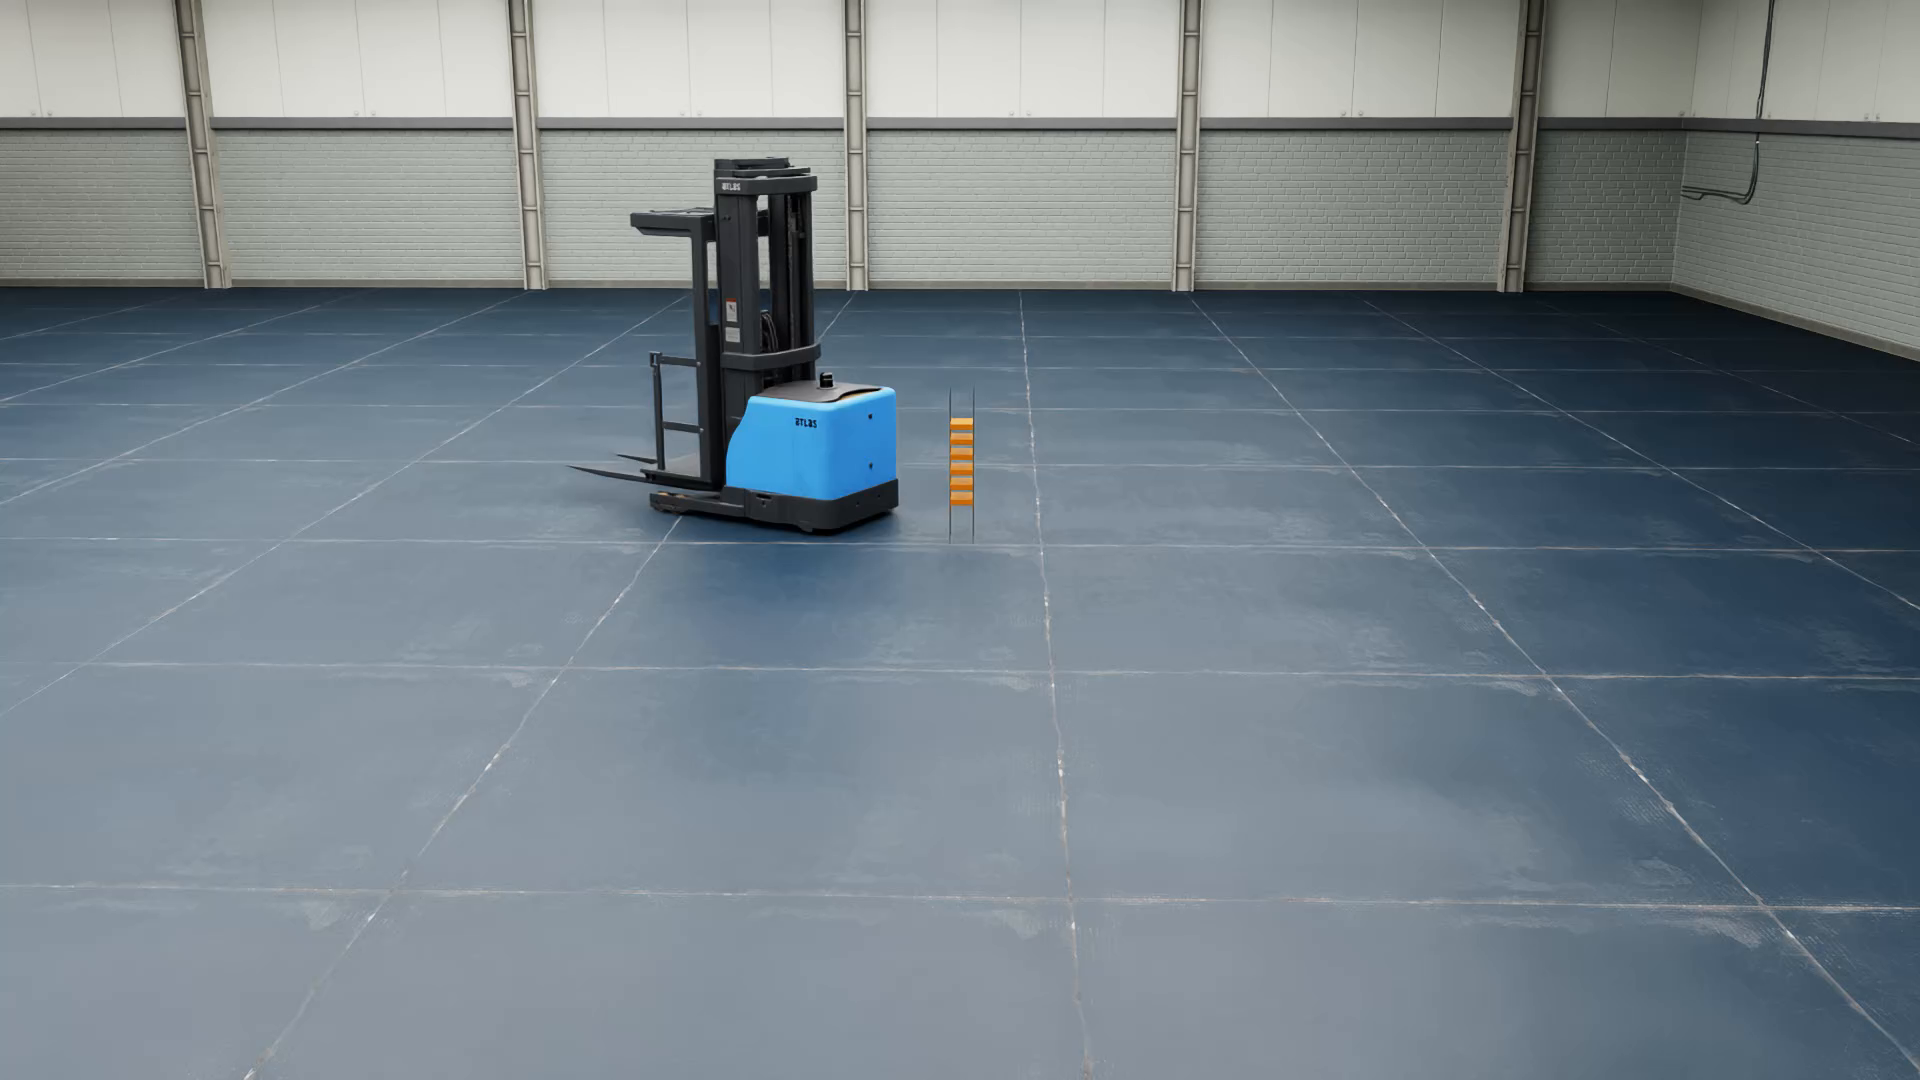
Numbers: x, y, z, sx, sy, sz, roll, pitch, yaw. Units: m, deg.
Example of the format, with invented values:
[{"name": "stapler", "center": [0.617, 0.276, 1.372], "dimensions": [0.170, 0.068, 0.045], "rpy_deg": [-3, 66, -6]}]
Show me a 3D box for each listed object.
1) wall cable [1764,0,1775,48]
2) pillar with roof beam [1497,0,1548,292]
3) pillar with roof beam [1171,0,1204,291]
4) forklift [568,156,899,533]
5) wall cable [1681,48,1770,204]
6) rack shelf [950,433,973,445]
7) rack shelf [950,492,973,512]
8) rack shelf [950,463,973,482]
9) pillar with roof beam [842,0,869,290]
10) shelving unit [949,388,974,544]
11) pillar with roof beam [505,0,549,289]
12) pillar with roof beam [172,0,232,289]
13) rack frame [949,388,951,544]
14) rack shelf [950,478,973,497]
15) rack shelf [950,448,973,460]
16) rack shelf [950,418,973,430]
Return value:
[{"name": "wall cable", "center": [12.946, -8.818, 25.203], "dimensions": [0.112, 2.526, 3.097], "rpy_deg": [0, 15, 1]}, {"name": "pillar with roof beam", "center": [9.994, -7.826, 25.256], "dimensions": [0.400, 9.000, 9.100], "rpy_deg": [0, 15, 1]}, {"name": "pillar with roof beam", "center": [3.996, -7.865, 25.404], "dimensions": [0.400, 9.000, 9.100], "rpy_deg": [0, 15, 1]}, {"name": "forklift", "center": [-2.044, -1.737, 14.071], "dimensions": [3.031, 2.935, 1.130], "rpy_deg": [9, 17, 30]}, {"name": "wall cable", "center": [13.015, -7.066, 28.462], "dimensions": [0.112, 2.526, 3.097], "rpy_deg": [0, 15, 1]}, {"name": "rack shelf", "center": [0.014, -0.769, 13.031], "dimensions": [0.180, 0.103, 0.258], "rpy_deg": [0, 15, 1]}, {"name": "rack shelf", "center": [0.014, -0.305, 13.153], "dimensions": [0.180, 0.103, 0.258], "rpy_deg": [0, 15, 1]}, {"name": "rack shelf", "center": [0.014, -0.537, 13.092], "dimensions": [0.180, 0.103, 0.258], "rpy_deg": [0, 15, 1]}, {"name": "pillar with roof beam", "center": [-2.002, -7.904, 25.552], "dimensions": [0.400, 9.000, 9.100], "rpy_deg": [0, 15, 1]}, {"name": "shelving unit", "center": [0.014, -0.580, 13.081], "dimensions": [0.189, 1.200, 0.258], "rpy_deg": [0, 15, 1]}, {"name": "pillar with roof beam", "center": [-8.000, -7.943, 25.701], "dimensions": [0.400, 9.000, 9.100], "rpy_deg": [0, 15, 1]}, {"name": "pillar with roof beam", "center": [-13.998, -7.982, 25.849], "dimensions": [0.400, 9.000, 9.100], "rpy_deg": [0, 15, 1]}, {"name": "rack frame", "center": [-0.077, -0.581, 13.083], "dimensions": [0.006, 1.200, 0.240], "rpy_deg": [0, 15, 1]}, {"name": "rack shelf", "center": [0.014, -0.421, 13.123], "dimensions": [0.180, 0.103, 0.258], "rpy_deg": [0, 15, 1]}, {"name": "rack shelf", "center": [0.014, -0.653, 13.062], "dimensions": [0.180, 0.103, 0.258], "rpy_deg": [0, 15, 1]}, {"name": "rack shelf", "center": [0.014, -0.885, 13.000], "dimensions": [0.180, 0.103, 0.258], "rpy_deg": [0, 15, 1]}]
